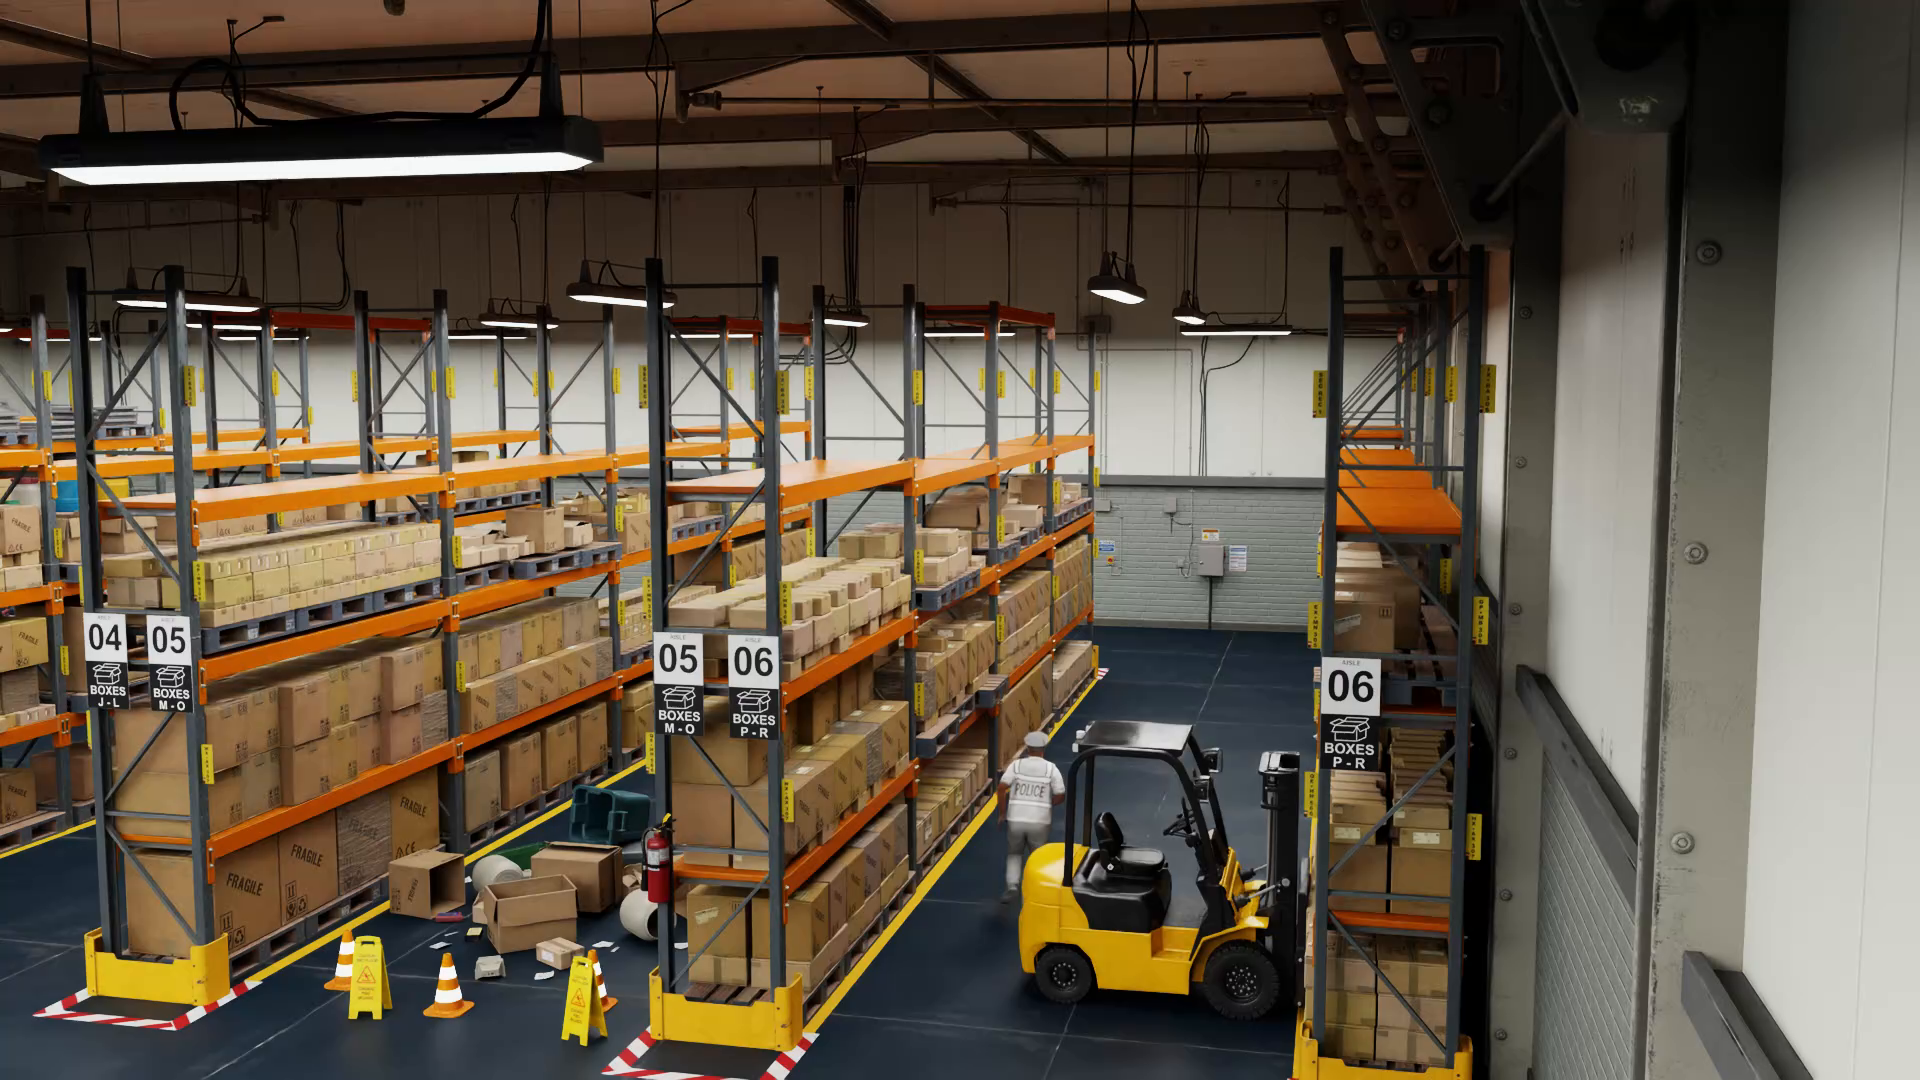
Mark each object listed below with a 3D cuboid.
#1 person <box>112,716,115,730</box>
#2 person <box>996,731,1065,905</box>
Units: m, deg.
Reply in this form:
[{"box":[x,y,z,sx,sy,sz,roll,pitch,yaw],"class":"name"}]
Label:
[{"box":[-11.435,2.068,22.771,0.484,1.604,0.540,0,6,-1],"class":"person"},{"box":[0.687,2.712,16.127,0.647,1.670,0.789,2,6,15],"class":"person"}]
